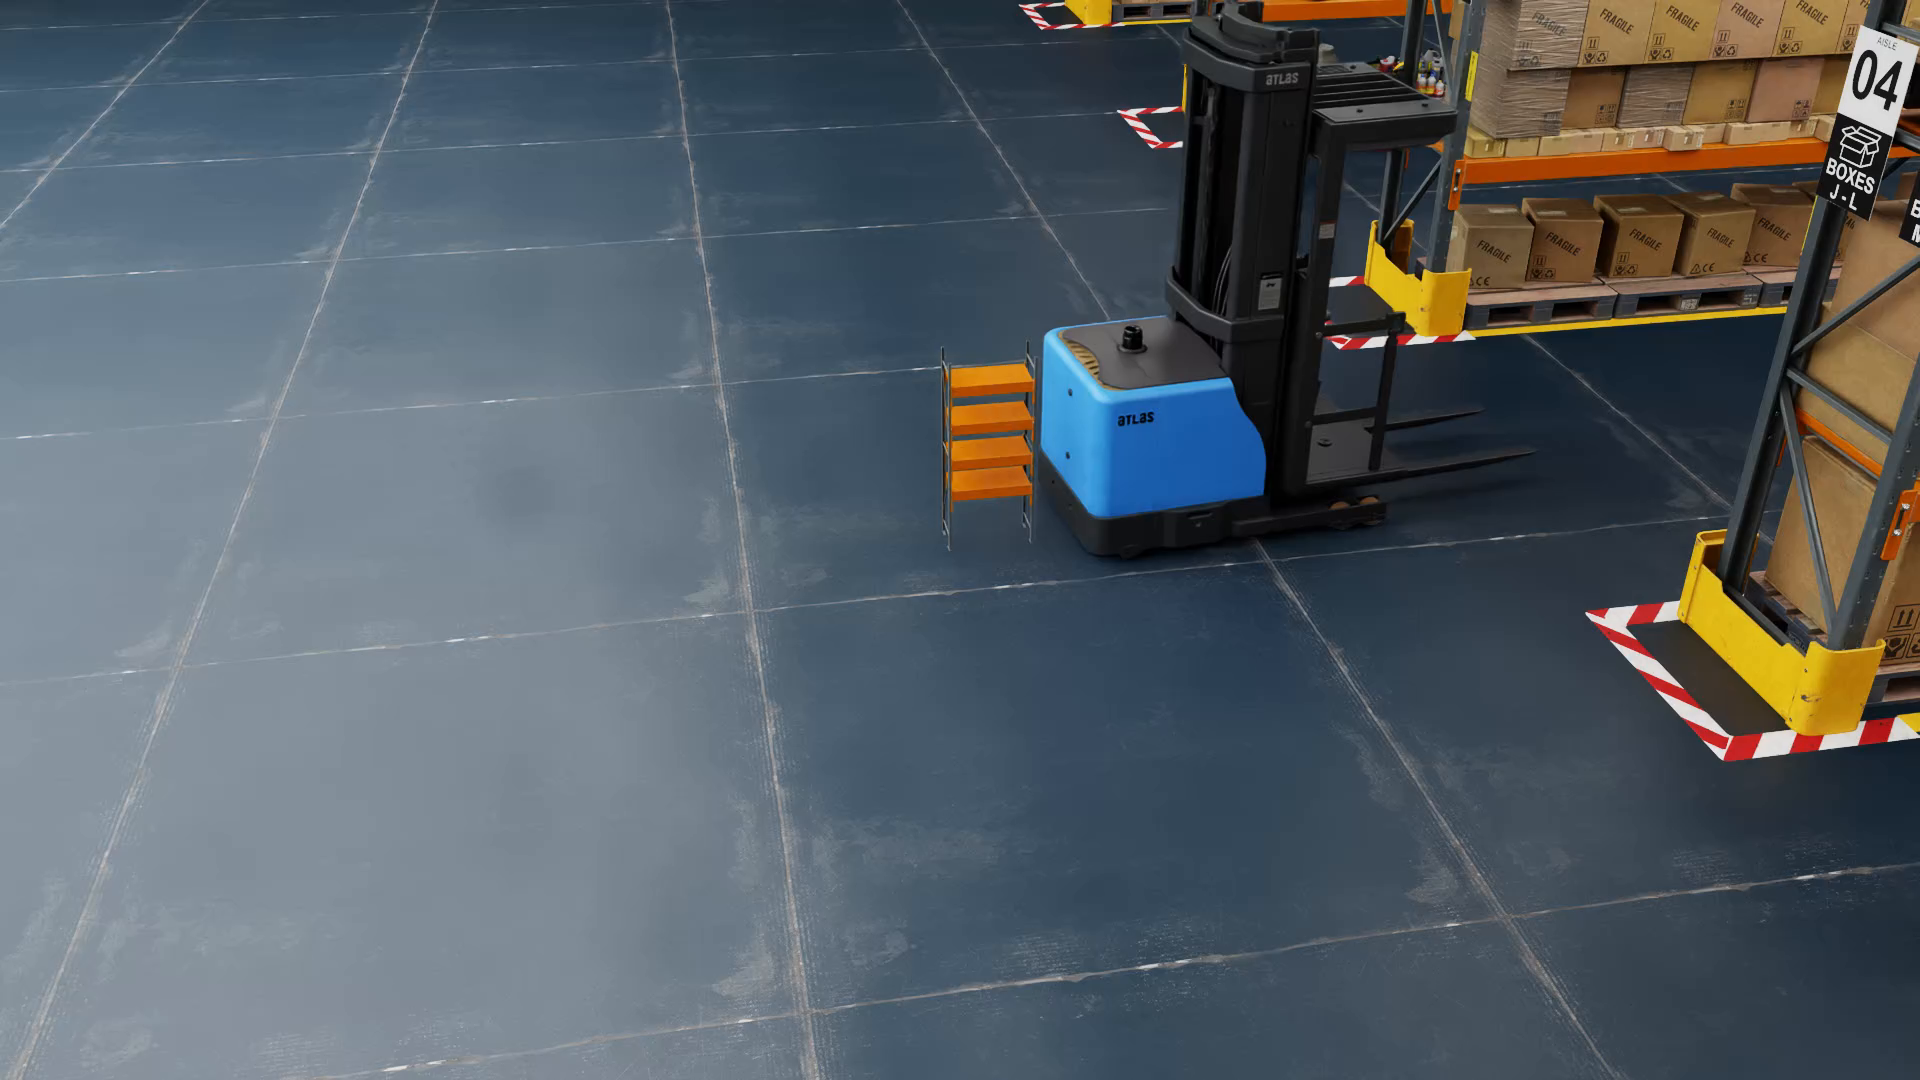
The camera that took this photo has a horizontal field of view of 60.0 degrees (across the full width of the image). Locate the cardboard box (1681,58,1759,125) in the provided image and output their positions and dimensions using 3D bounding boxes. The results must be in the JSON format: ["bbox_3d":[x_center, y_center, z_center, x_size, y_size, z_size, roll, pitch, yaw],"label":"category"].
[{"bbox_3d":[5.451,-3.486,12.442,0.500,0.500,0.875,-5,31,-9],"label":"cardboard box"}]

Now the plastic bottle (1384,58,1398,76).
[{"bbox_3d":[4.550,-4.939,17.551,0.133,0.283,0.061,-5,31,-9],"label":"plastic bottle"}]

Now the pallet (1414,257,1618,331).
[{"bbox_3d":[4.322,-1.970,13.007,1.213,0.211,1.003,-5,31,-9],"label":"pallet"}]

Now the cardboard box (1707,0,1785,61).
[{"bbox_3d":[5.507,-3.763,11.925,0.500,0.500,0.500,-5,31,-9],"label":"cardboard box"}]

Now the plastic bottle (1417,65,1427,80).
[{"bbox_3d":[4.893,-4.931,17.617,0.097,0.201,0.097,0,30,0],"label":"plastic bottle"}]

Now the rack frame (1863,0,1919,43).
[{"bbox_3d":[4.235,-3.213,6.450,0.127,3.000,1.000,-5,31,-9],"label":"rack frame"}]

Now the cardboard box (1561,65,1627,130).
[{"bbox_3d":[4.458,-3.422,12.333,0.500,0.500,0.875,-5,31,-9],"label":"cardboard box"}]

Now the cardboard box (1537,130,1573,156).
[{"bbox_3d":[4.263,-2.936,12.146,0.250,0.149,0.380,-5,31,-9],"label":"cardboard box"}]

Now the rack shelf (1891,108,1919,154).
[{"bbox_3d":[6.203,-1.792,7.703,4.000,0.370,1.077,-5,31,-9],"label":"rack shelf"}]

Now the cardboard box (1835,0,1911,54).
[{"bbox_3d":[6.491,-3.852,12.077,0.500,0.500,0.500,-5,31,-9],"label":"cardboard box"}]

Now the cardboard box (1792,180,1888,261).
[{"bbox_3d":[6.975,-2.561,13.312,0.500,0.500,0.500,-6,31,-10],"label":"cardboard box"}]

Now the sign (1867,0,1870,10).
[{"bbox_3d":[4.151,-2.539,7.468,0.005,0.325,0.100,-5,31,-9],"label":"sign"}]

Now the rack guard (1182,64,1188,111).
[{"bbox_3d":[2.616,-4.531,17.077,0.348,0.500,1.175,-5,31,-9],"label":"rack guard"}]

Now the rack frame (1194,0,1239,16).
[{"bbox_3d":[2.549,-5.578,16.392,0.127,3.000,1.000,-5,31,-9],"label":"rack frame"}]

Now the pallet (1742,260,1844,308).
[{"bbox_3d":[6.722,-2.193,13.386,1.213,0.211,1.003,-5,31,-9],"label":"pallet"}]

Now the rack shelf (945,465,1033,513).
[{"bbox_3d":[0.163,-0.303,9.721,0.480,0.148,0.258,-5,31,-9],"label":"rack shelf"}]

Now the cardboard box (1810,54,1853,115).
[{"bbox_3d":[6.424,-3.607,12.647,0.500,0.500,0.875,-5,31,-9],"label":"cardboard box"}]

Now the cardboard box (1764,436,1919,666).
[{"bbox_3d":[4.891,0.013,8.564,0.875,0.875,0.875,-5,31,-9],"label":"cardboard box"}]

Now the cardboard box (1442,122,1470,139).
[{"bbox_3d":[3.685,-3.129,12.475,0.250,0.149,0.380,-5,31,-9],"label":"cardboard box"}]

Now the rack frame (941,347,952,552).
[{"bbox_3d":[-0.077,-0.510,9.548,0.015,1.200,0.240,-5,31,-9],"label":"rack frame"}]

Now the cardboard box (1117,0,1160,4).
[{"bbox_3d":[2.228,-6.982,21.078,0.500,0.250,0.500,-5,31,-9],"label":"cardboard box"}]

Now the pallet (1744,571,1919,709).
[{"bbox_3d":[5.008,0.464,8.868,1.213,0.211,1.003,-5,31,-9],"label":"pallet"}]

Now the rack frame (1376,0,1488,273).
[{"bbox_3d":[3.441,-3.109,12.192,0.127,3.000,1.000,-5,31,-9],"label":"rack frame"}]

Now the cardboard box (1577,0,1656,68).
[{"bbox_3d":[4.525,-3.668,11.764,0.500,0.500,0.500,-5,31,-9],"label":"cardboard box"}]

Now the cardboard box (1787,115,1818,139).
[{"bbox_3d":[6.218,-3.153,12.515,0.250,0.149,0.380,-5,31,-9],"label":"cardboard box"}]

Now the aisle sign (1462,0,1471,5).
[{"bbox_3d":[3.435,-4.074,11.269,0.004,0.787,0.394,-5,31,-9],"label":"aisle sign"}]

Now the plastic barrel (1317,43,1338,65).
[{"bbox_3d":[3.676,-4.831,17.161,0.421,0.512,0.421,0,30,0],"label":"plastic barrel"}]

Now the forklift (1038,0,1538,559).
[{"bbox_3d":[2.059,-1.572,9.646,3.031,2.935,1.130,-9,32,-14],"label":"forklift"}]

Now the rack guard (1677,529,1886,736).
[{"bbox_3d":[4.212,0.453,8.601,0.348,0.500,1.175,-5,31,-9],"label":"rack guard"}]

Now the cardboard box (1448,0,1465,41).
[{"bbox_3d":[3.938,-3.884,12.133,0.500,0.500,0.500,-5,31,-9],"label":"cardboard box"}]

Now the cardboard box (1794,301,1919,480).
[{"bbox_3d":[4.592,-0.748,8.029,0.550,0.550,0.875,-5,31,-9],"label":"cardboard box"}]

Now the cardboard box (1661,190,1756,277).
[{"bbox_3d":[5.817,-2.409,13.054,0.500,0.500,0.500,-8,31,-13],"label":"cardboard box"}]

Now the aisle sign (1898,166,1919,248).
[{"bbox_3d":[4.220,-1.591,7.046,0.004,0.787,0.394,-5,31,-9],"label":"aisle sign"}]

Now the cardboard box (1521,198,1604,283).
[{"bbox_3d":[4.641,-2.333,12.924,0.500,0.500,0.500,2,31,4],"label":"cardboard box"}]

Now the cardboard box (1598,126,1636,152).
[{"bbox_3d":[4.752,-2.989,12.236,0.250,0.149,0.380,-5,31,-9],"label":"cardboard box"}]

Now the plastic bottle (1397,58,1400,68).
[{"bbox_3d":[4.666,-5.002,17.665,0.135,0.276,0.152,-6,31,-10],"label":"plastic bottle"}]

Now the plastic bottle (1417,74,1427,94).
[{"bbox_3d":[4.726,-4.633,17.042,0.097,0.271,0.097,0,30,0],"label":"plastic bottle"}]

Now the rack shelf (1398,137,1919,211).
[{"bbox_3d":[5.409,-2.981,12.685,4.000,0.370,1.077,-5,31,-9],"label":"rack shelf"}]

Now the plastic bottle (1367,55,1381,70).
[{"bbox_3d":[4.389,-5.003,17.659,0.133,0.283,0.061,-5,31,-8],"label":"plastic bottle"}]

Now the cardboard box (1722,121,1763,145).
[{"bbox_3d":[5.739,-3.070,12.374,0.250,0.149,0.380,-5,31,-9],"label":"cardboard box"}]

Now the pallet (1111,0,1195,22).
[{"bbox_3d":[2.406,-6.937,21.453,1.213,0.211,1.003,-5,31,-9],"label":"pallet"}]

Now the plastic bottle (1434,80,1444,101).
[{"bbox_3d":[4.922,-4.621,17.091,0.097,0.201,0.097,0,30,0],"label":"plastic bottle"}]

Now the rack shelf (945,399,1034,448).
[{"bbox_3d":[0.163,-0.667,9.507,0.480,0.148,0.258,-5,31,-9],"label":"rack shelf"}]

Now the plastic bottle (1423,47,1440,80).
[{"bbox_3d":[5.011,-5.068,17.704,0.185,0.351,0.144,-6,31,-9],"label":"plastic bottle"}]

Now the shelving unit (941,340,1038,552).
[{"bbox_3d":[0.163,-0.532,9.586,0.503,1.200,0.258,-5,31,-9],"label":"shelving unit"}]

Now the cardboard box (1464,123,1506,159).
[{"bbox_3d":[3.765,-2.908,12.098,0.250,0.149,0.380,-5,31,-9],"label":"cardboard box"}]

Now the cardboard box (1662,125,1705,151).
[{"bbox_3d":[5.258,-2.996,12.248,0.250,0.149,0.380,-5,31,-9],"label":"cardboard box"}]
